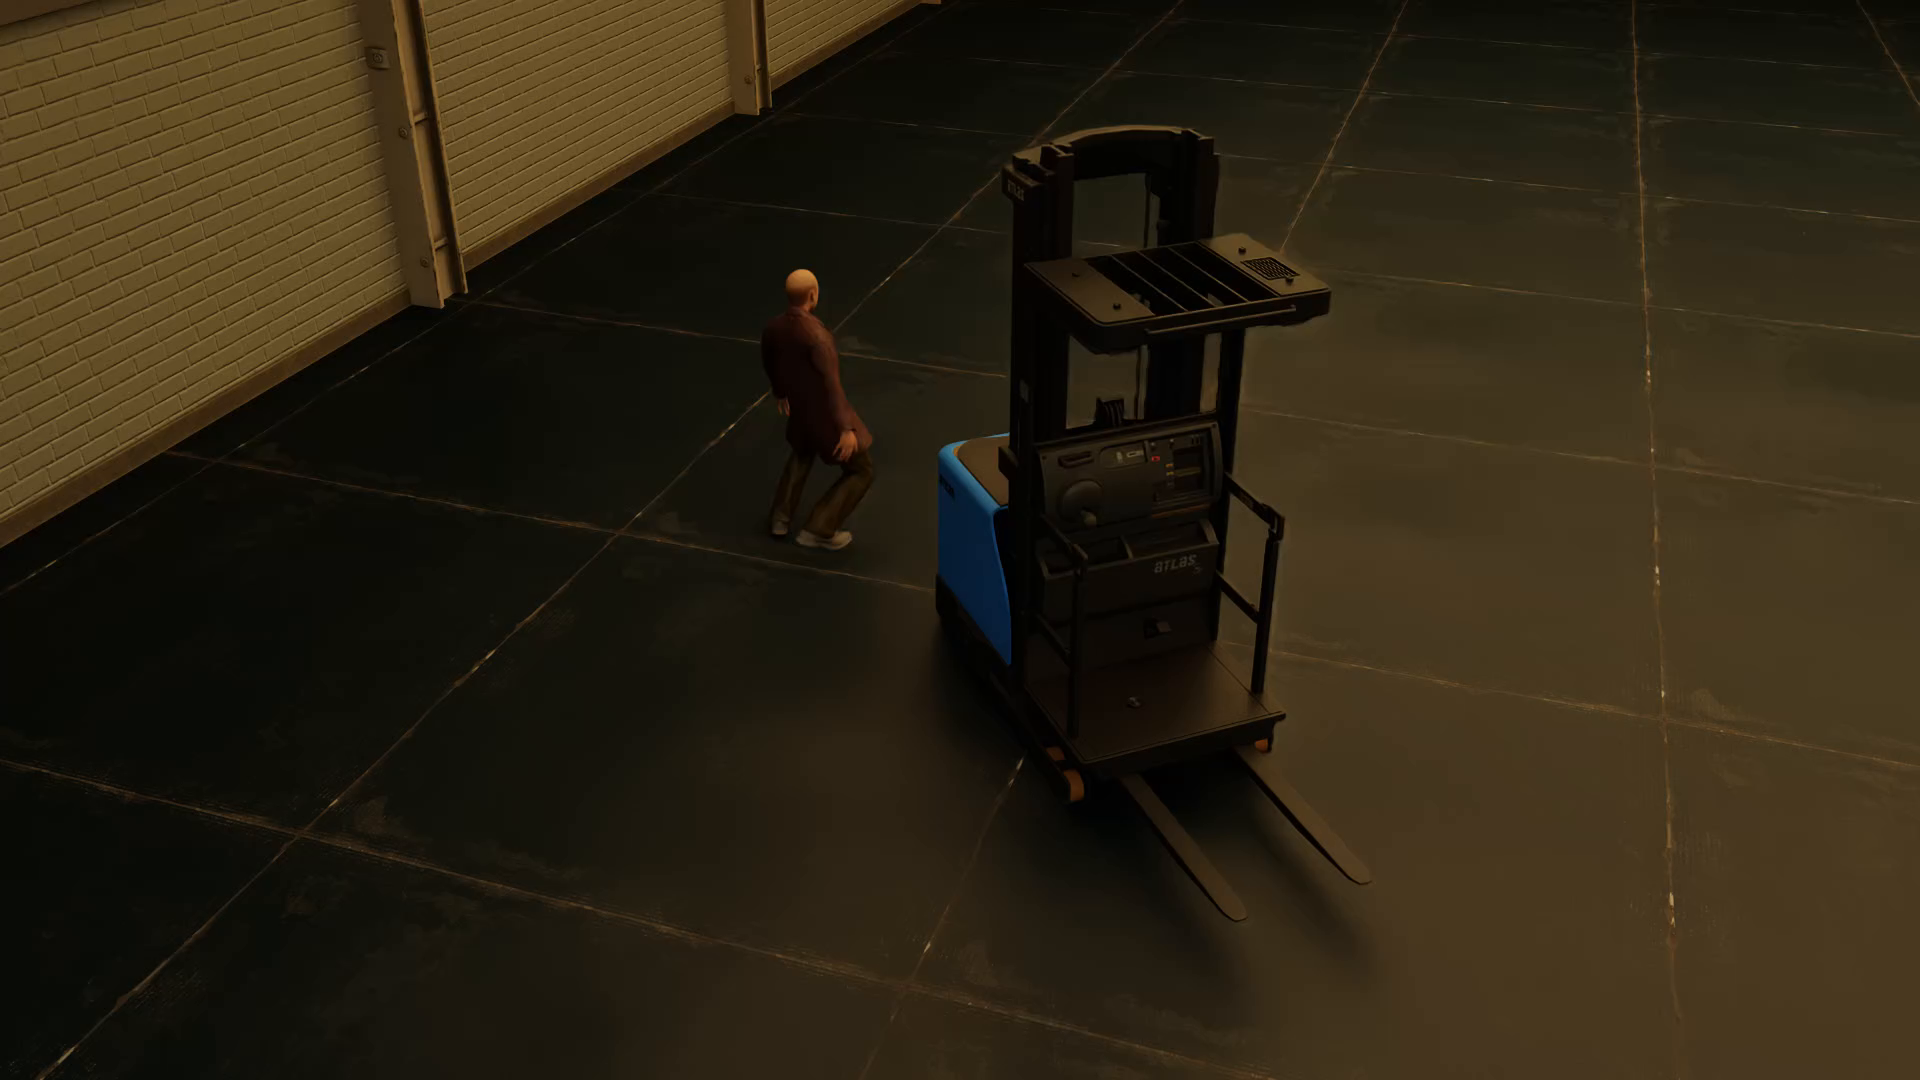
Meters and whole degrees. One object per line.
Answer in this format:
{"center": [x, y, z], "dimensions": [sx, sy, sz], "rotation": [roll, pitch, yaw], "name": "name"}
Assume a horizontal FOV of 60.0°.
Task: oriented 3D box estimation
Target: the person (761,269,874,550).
{"center": [-0.840, -0.741, 9.710], "dimensions": [0.577, 1.687, 0.939], "rotation": [-20, 35, -31], "name": "person"}

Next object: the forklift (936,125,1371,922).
{"center": [0.884, -0.258, 7.590], "dimensions": [1.130, 2.935, 3.031], "rotation": [-11, 32, -19], "name": "forklift"}
